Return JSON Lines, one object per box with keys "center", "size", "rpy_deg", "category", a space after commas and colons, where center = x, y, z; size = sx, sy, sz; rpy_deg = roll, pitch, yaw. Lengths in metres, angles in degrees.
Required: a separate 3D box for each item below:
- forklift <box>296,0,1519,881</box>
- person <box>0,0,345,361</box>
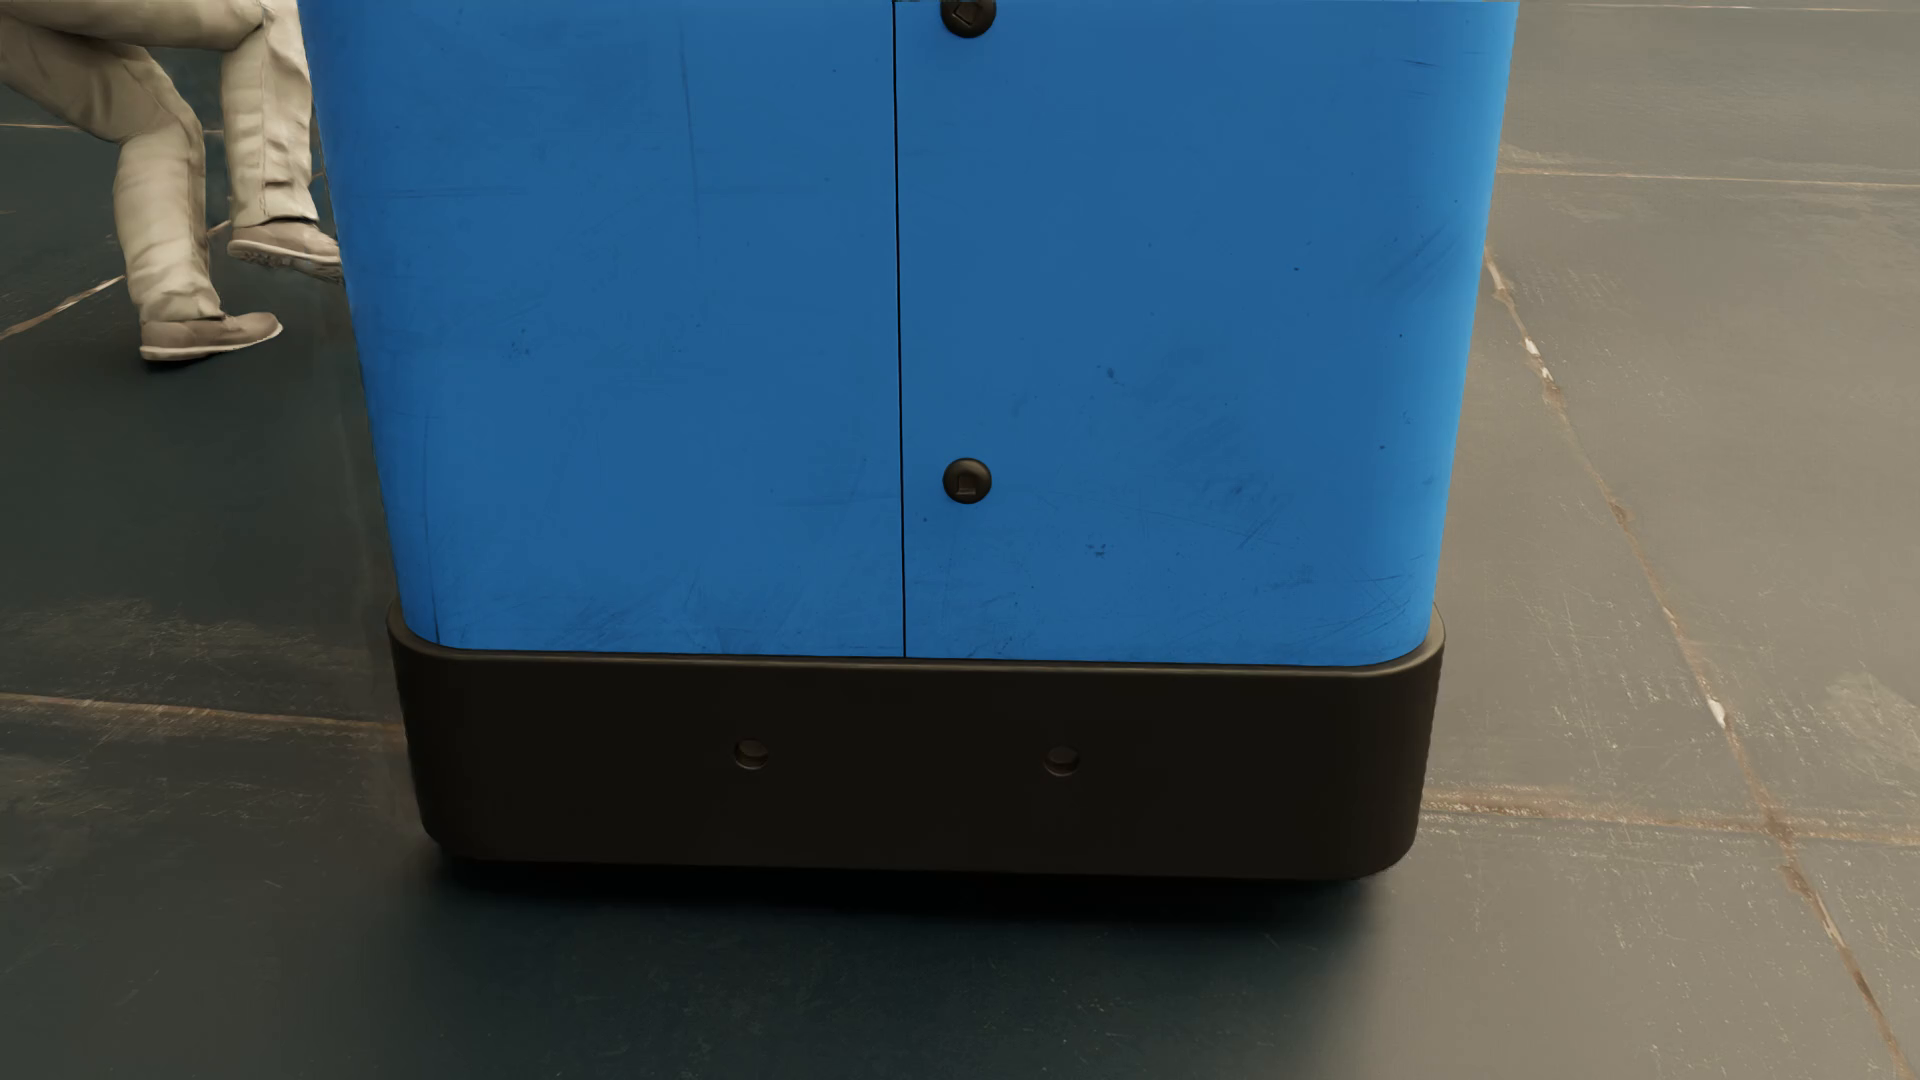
{"center": [0.005, -1.590, 2.403], "size": [1.130, 2.935, 3.031], "rpy_deg": [1, 27, 2], "category": "forklift"}
{"center": [-1.541, -1.129, 3.196], "size": [0.900, 1.441, 0.875], "rpy_deg": [16, 31, 29], "category": "person"}
